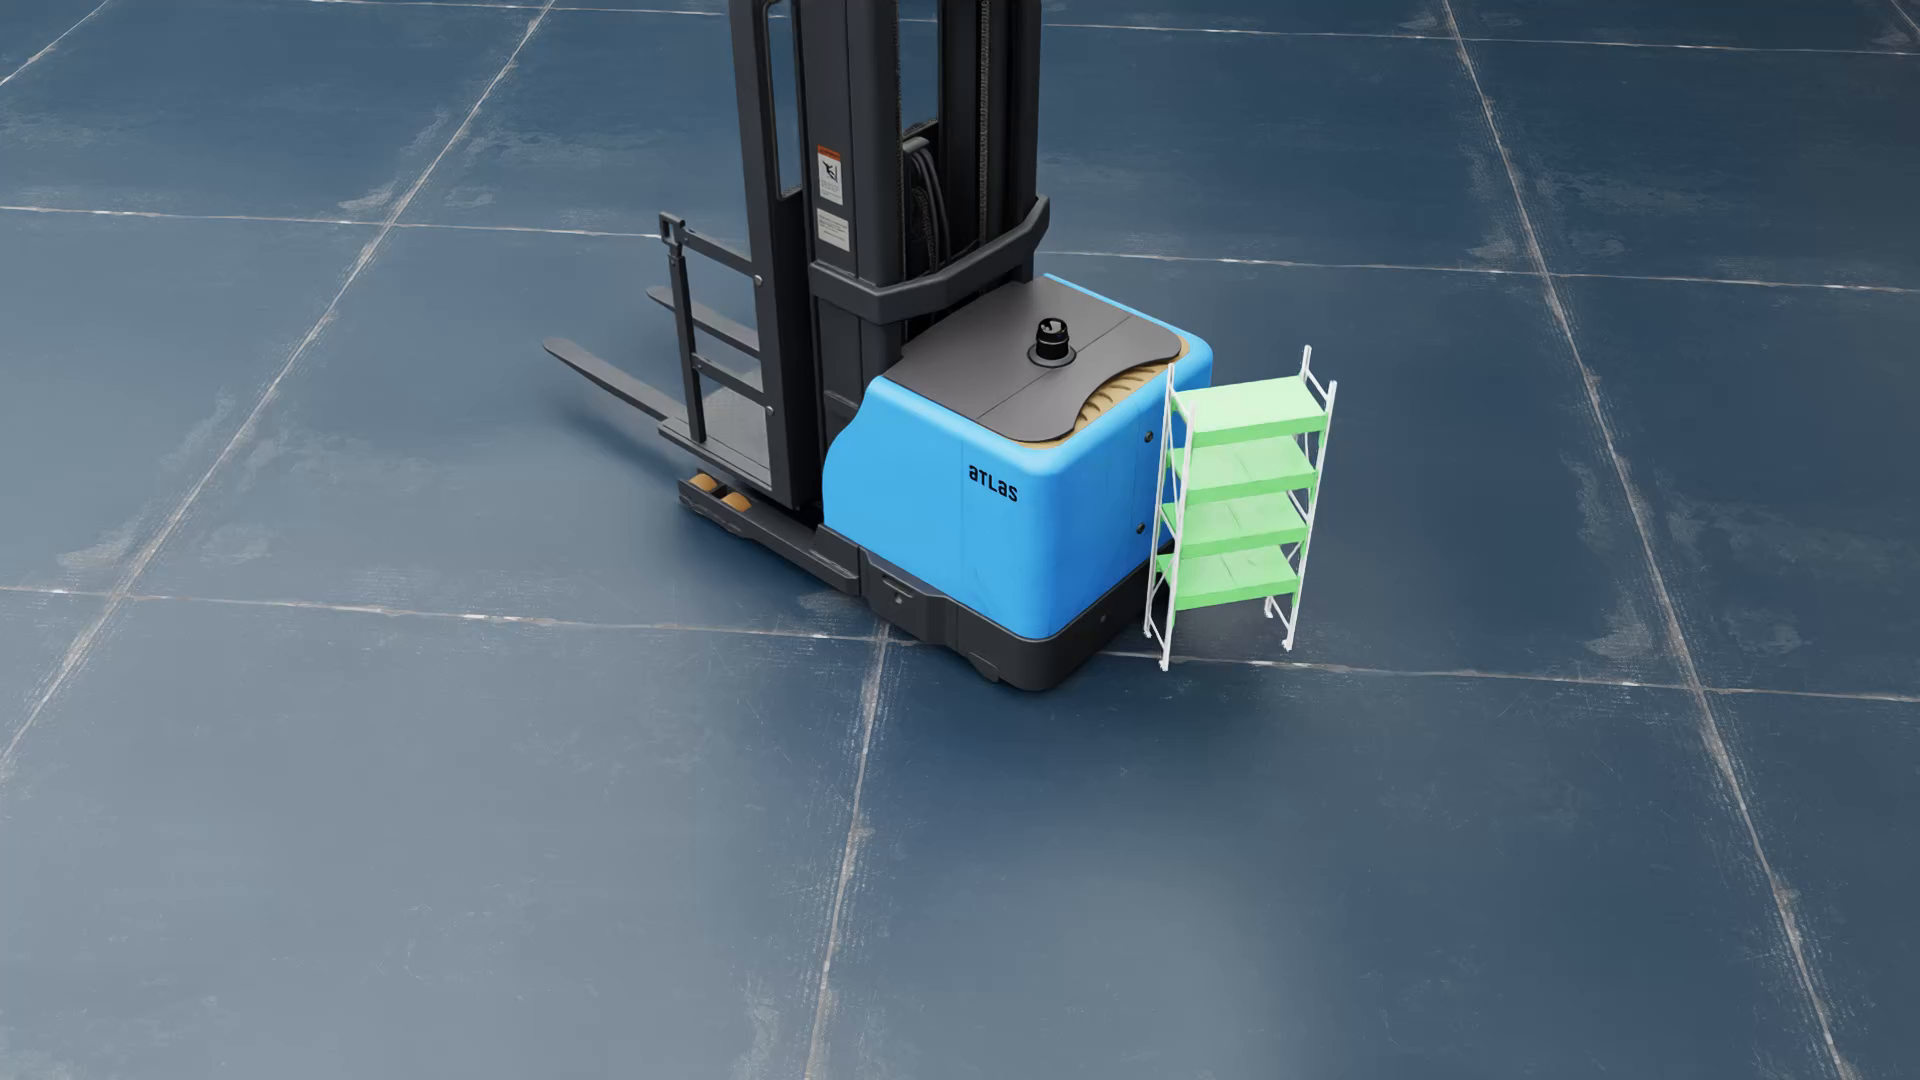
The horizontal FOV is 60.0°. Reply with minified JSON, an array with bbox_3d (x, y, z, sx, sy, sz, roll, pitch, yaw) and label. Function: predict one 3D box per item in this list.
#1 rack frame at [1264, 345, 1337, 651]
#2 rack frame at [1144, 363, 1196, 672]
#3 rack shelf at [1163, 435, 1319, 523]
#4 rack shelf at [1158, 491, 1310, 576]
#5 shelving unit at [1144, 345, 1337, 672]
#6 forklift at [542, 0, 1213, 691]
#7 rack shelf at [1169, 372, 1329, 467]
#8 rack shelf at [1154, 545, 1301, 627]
[{"bbox_3d":[1.209,-0.123,5.951,0.015,1.200,0.240,-8,40,-10],"label":"rack frame"},{"bbox_3d":[0.734,-0.053,5.864,0.015,1.200,0.240,-8,40,-10],"label":"rack frame"},{"bbox_3d":[0.971,-0.224,5.796,0.480,0.148,0.258,-8,40,-10],"label":"rack shelf"},{"bbox_3d":[0.971,-0.038,5.948,0.480,0.148,0.258,-8,40,-10],"label":"rack shelf"},{"bbox_3d":[0.971,-0.088,5.908,0.503,1.200,0.258,-8,40,-10],"label":"shelving unit"},{"bbox_3d":[-0.524,-1.387,6.132,3.031,2.935,1.130,29,47,31],"label":"forklift"},{"bbox_3d":[0.971,-0.411,5.645,0.480,0.148,0.258,-8,40,-10],"label":"rack shelf"},{"bbox_3d":[0.971,0.148,6.099,0.480,0.148,0.258,-8,40,-10],"label":"rack shelf"}]
